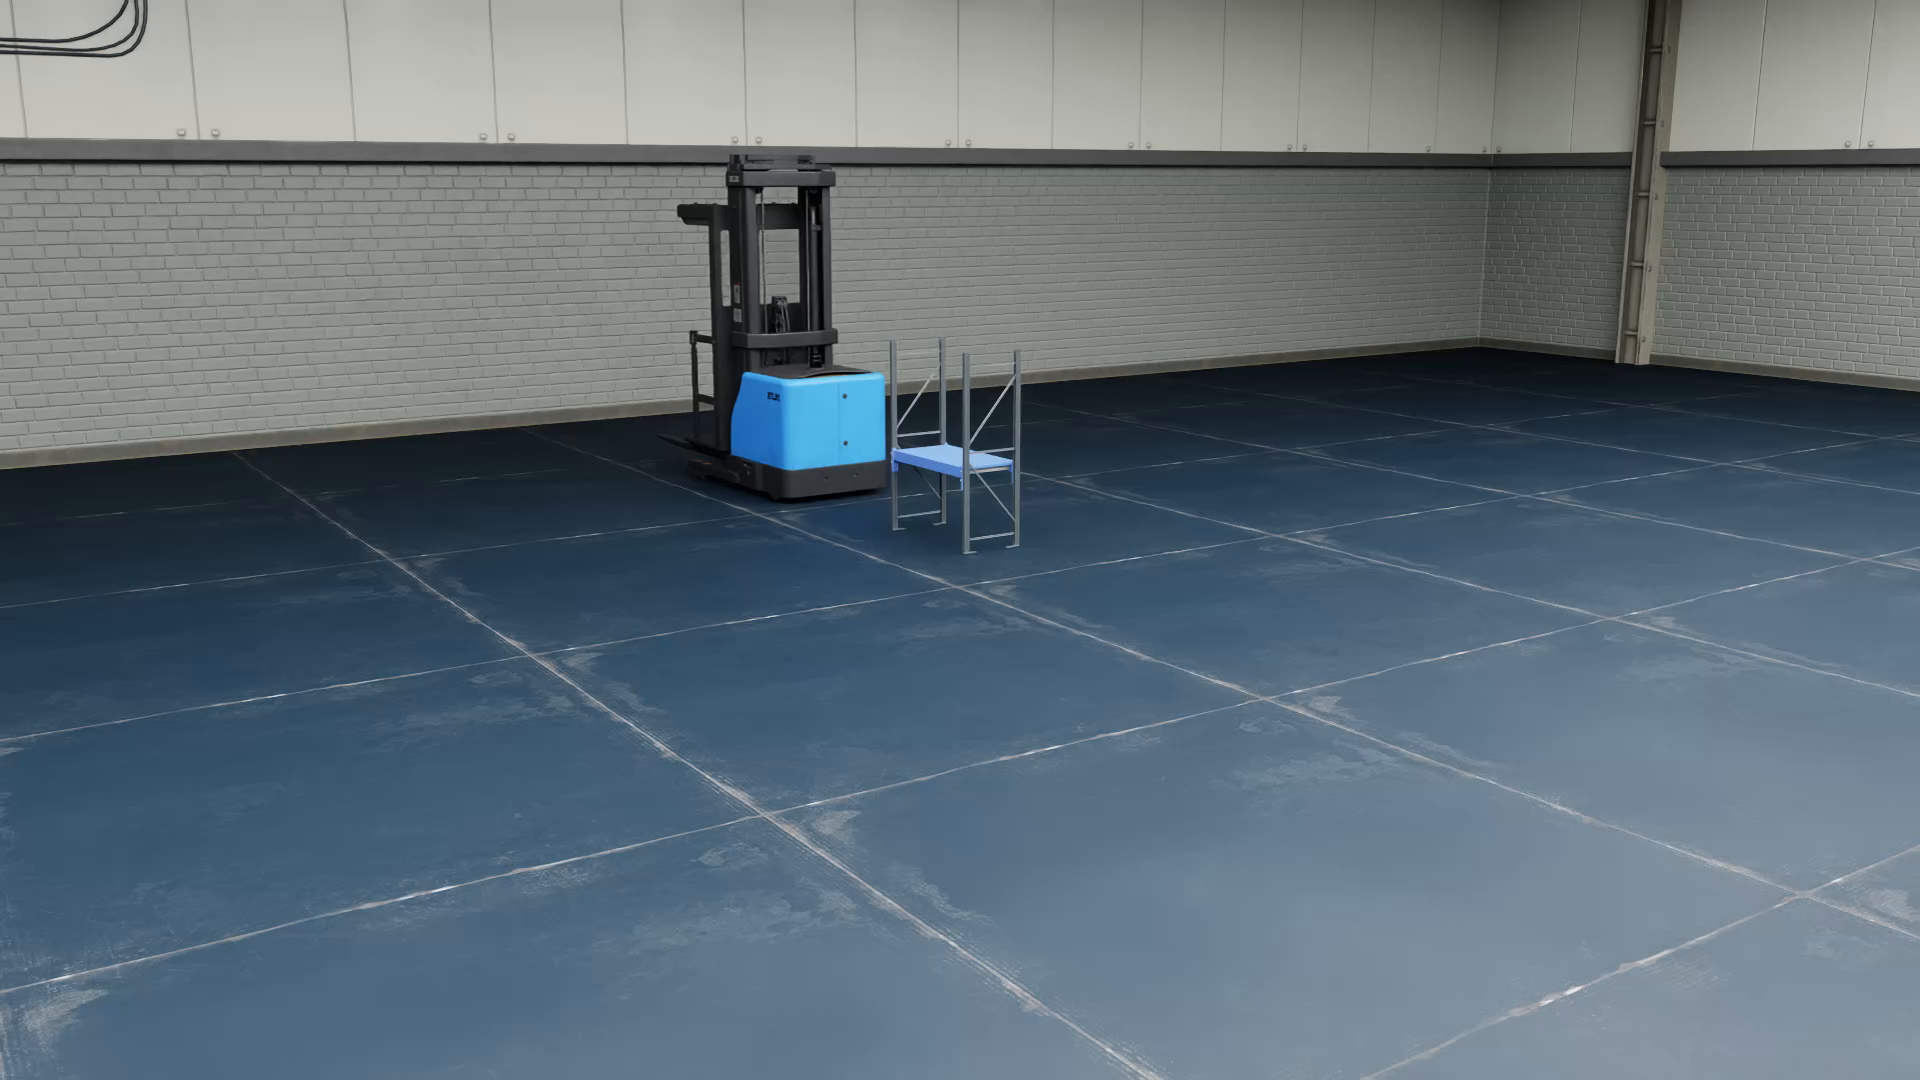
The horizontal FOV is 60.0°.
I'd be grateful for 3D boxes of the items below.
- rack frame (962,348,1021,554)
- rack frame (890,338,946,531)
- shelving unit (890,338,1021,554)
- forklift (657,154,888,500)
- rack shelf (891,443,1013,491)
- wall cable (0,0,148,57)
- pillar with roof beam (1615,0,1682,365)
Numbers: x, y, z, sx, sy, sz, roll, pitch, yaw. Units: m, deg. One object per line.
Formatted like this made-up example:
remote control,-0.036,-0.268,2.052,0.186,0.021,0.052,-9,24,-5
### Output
rack frame,0.234,-0.657,12.357,0.500,1.500,0.032,-8,15,-33
rack frame,-0.329,-0.838,13.184,0.500,1.500,0.032,-8,15,-33
shelving unit,-0.047,-0.748,12.771,0.538,1.500,1.048,-8,15,-33
forklift,-1.892,-2.039,15.325,1.130,2.935,3.031,-8,15,-34
rack shelf,-0.047,-0.572,12.809,0.538,0.185,1.000,-8,15,-33
wall cable,-8.722,-6.791,14.889,2.305,6.003,0.169,-8,15,-33
pillar with roof beam,6.537,-6.547,21.735,9.100,9.000,0.400,-8,15,-33
